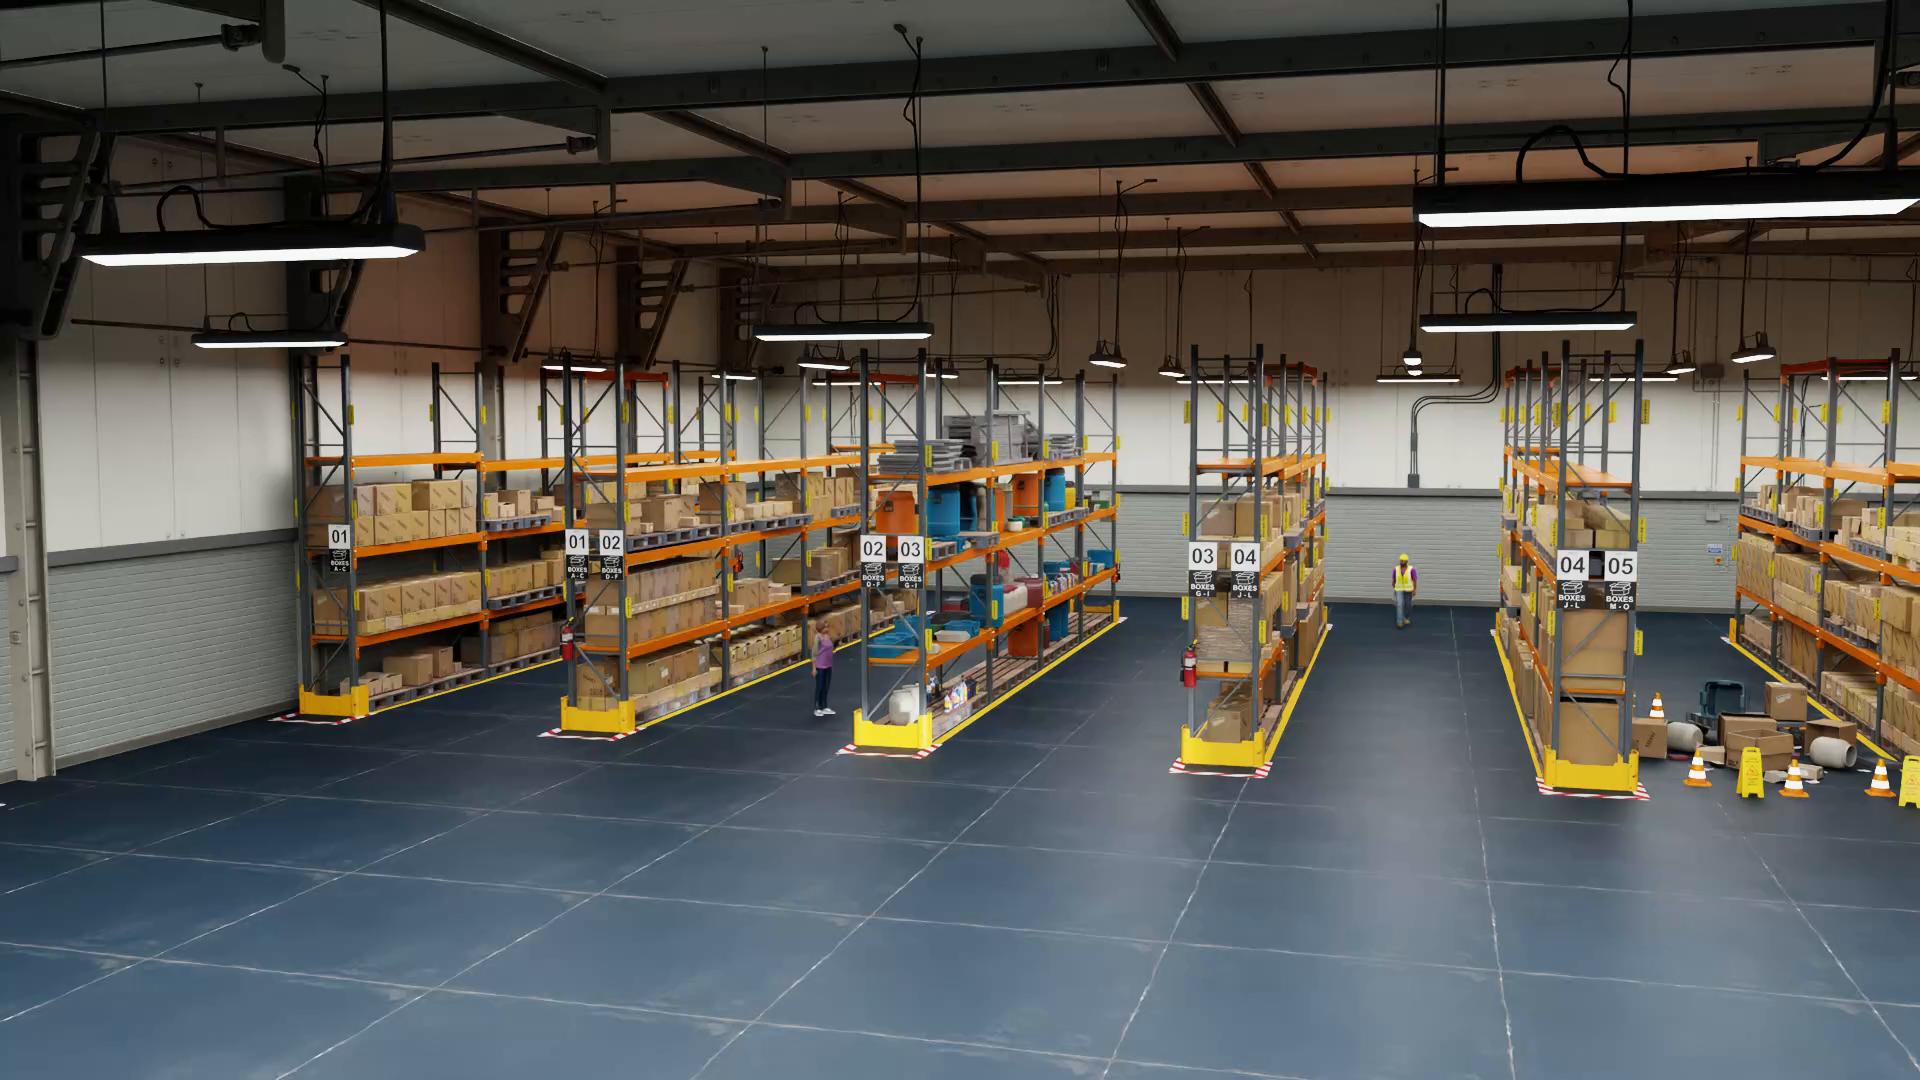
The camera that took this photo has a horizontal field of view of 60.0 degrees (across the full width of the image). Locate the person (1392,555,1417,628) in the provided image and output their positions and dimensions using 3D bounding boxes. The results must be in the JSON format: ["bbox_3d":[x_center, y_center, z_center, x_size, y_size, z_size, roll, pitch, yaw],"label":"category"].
[{"bbox_3d":[10.478,1.204,39.209,0.564,1.725,1.031,1,4,14],"label":"person"}]

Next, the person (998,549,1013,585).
[{"bbox_3d":[1.126,0.870,43.544,0.480,1.735,0.560,2,5,25],"label":"person"}]

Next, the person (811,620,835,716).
[{"bbox_3d":[-2.275,2.123,27.620,0.323,1.604,0.520,3,5,31],"label":"person"}]
